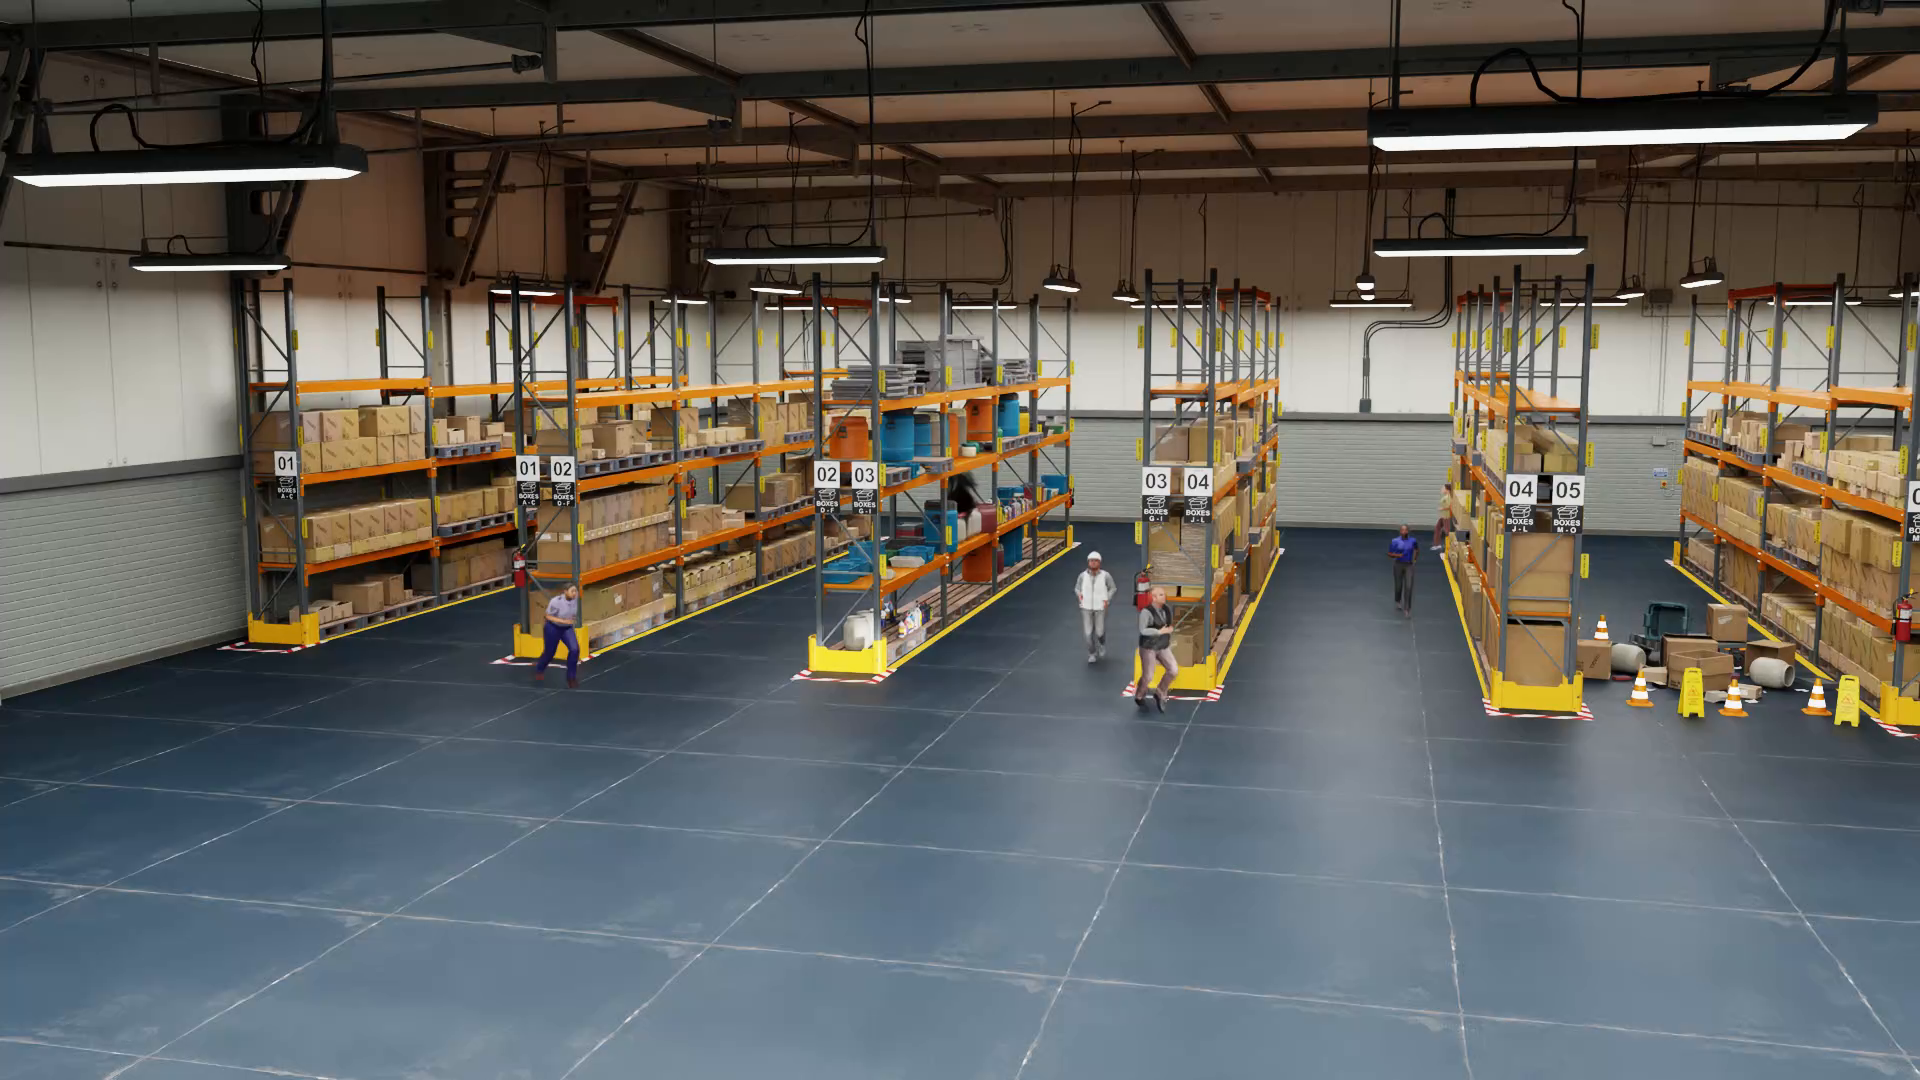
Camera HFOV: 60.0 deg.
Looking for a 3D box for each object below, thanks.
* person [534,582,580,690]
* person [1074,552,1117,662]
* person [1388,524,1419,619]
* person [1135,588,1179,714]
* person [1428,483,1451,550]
[{"bbox_3d":[-5.846,1.371,24.139,0.956,1.611,0.646,5,9,38],"label":"person"},{"bbox_3d":[2.084,1.050,25.847,0.654,1.723,0.597,2,7,13],"label":"person"},{"bbox_3d":[8.072,0.540,30.286,0.576,1.679,0.890,1,7,9],"label":"person"},{"bbox_3d":[2.635,1.475,22.370,0.682,1.712,0.807,-5,8,-35],"label":"person"},{"bbox_3d":[11.576,-0.519,39.504,0.818,1.667,0.629,2,7,14],"label":"person"}]
